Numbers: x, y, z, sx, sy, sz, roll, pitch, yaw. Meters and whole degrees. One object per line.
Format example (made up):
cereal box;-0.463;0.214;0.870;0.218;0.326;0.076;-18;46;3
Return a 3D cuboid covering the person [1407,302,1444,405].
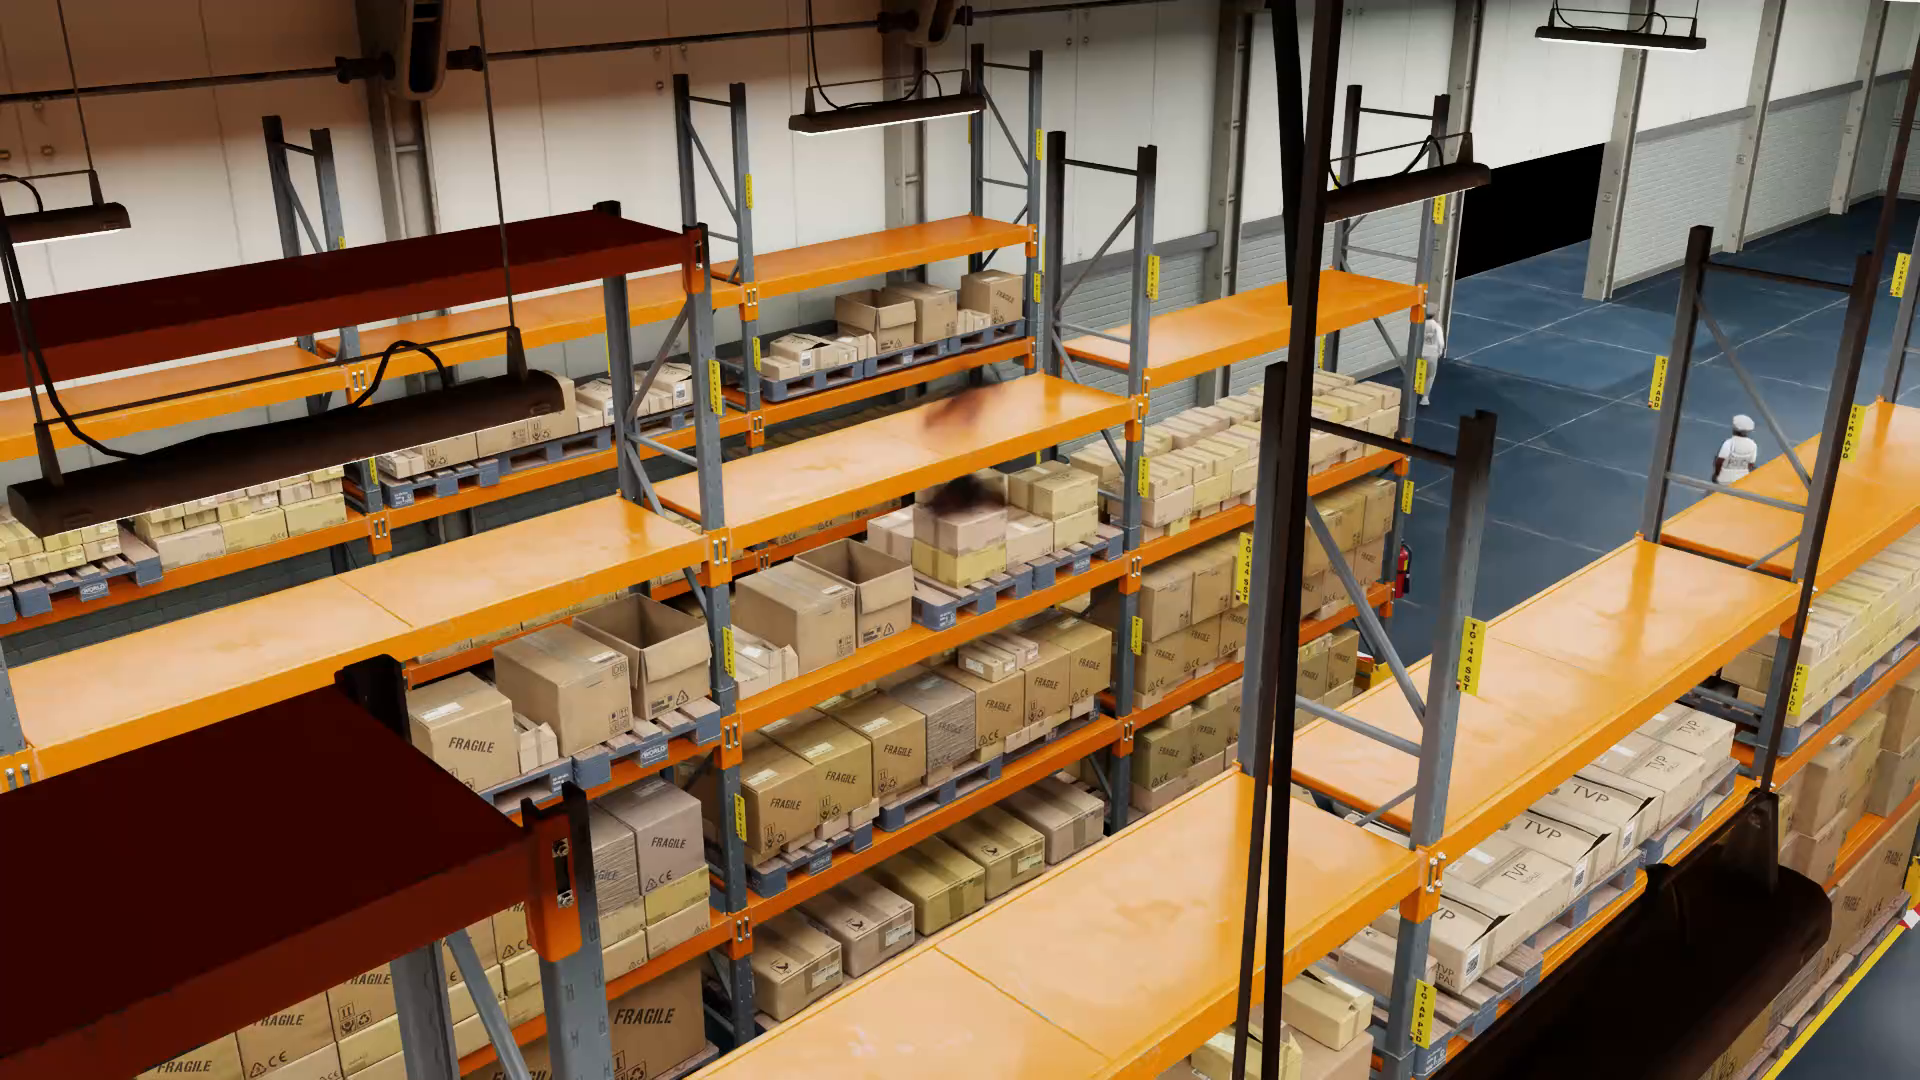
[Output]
person;7.137;-2.817;25.532;0.618;1.677;0.708;16;28;34

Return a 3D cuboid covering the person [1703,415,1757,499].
person;9.416;-0.712;20.401;0.548;1.698;0.681;1;22;2
